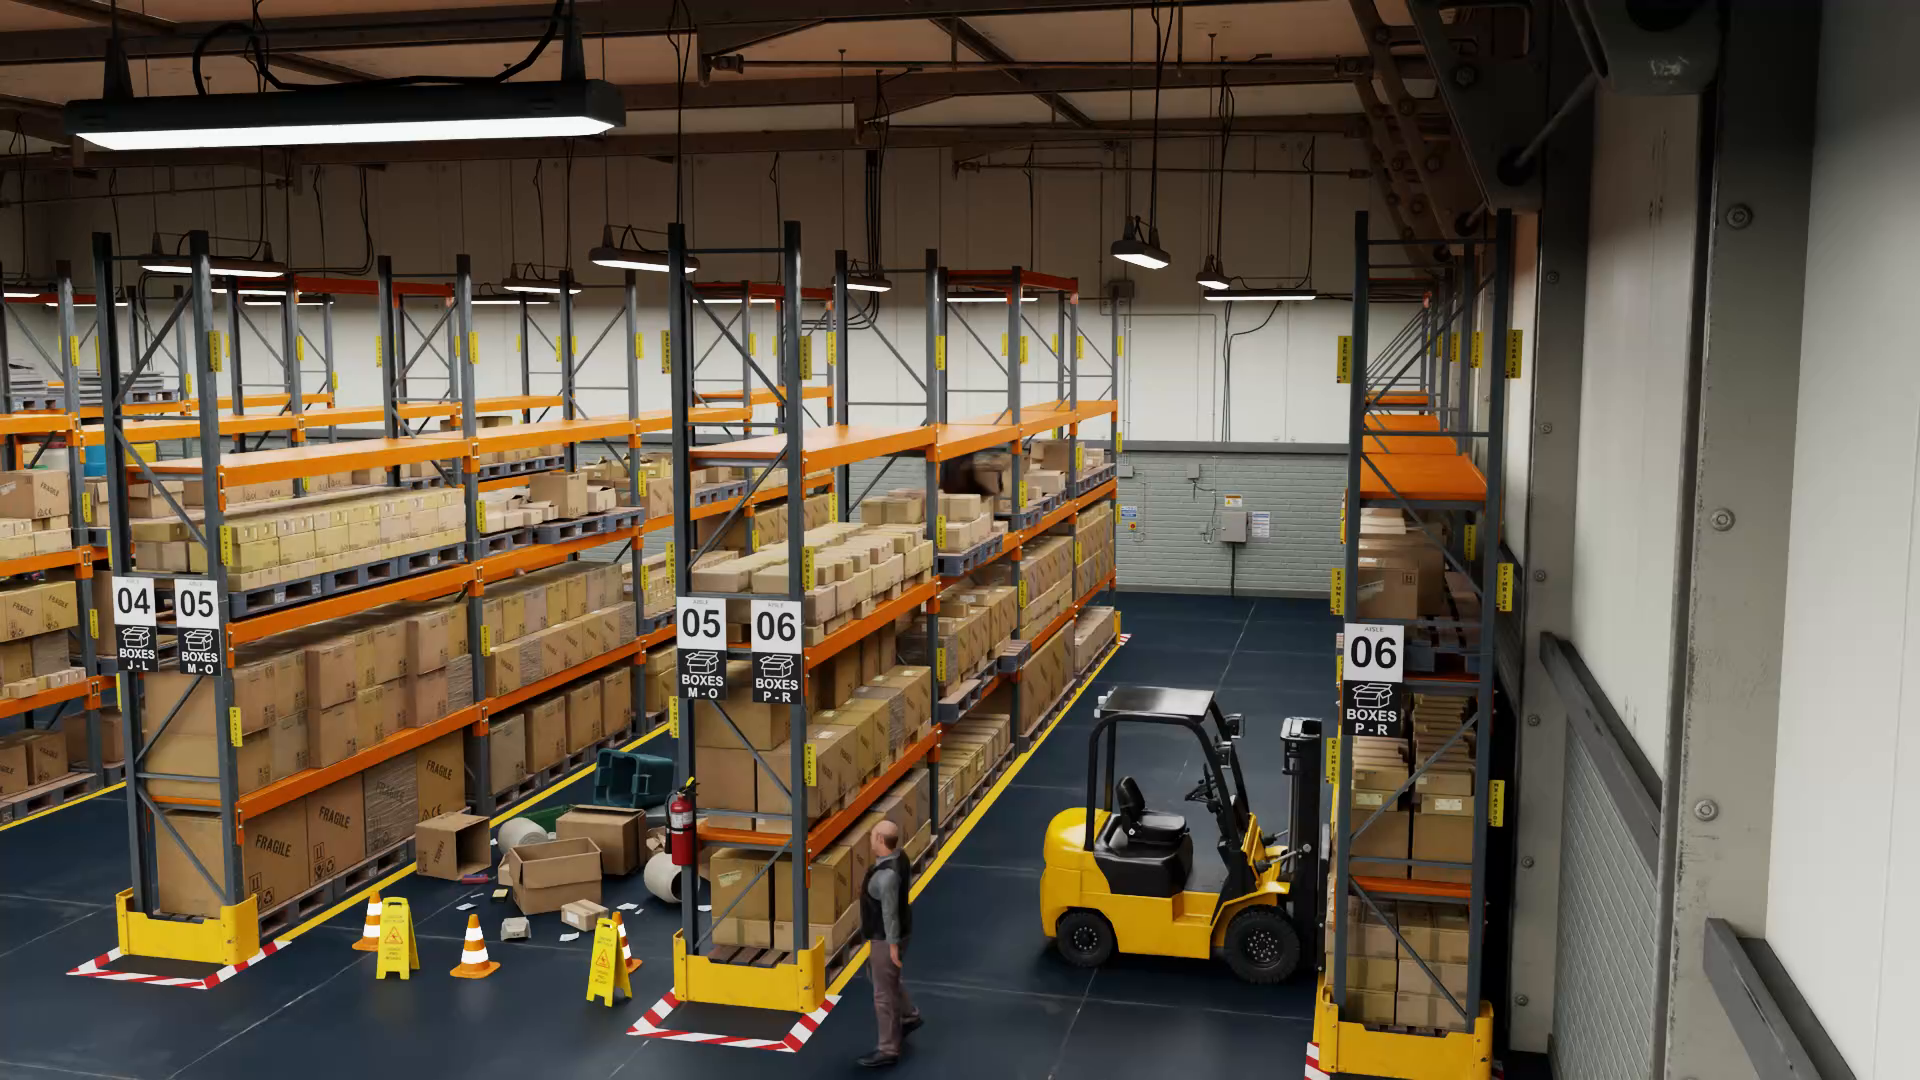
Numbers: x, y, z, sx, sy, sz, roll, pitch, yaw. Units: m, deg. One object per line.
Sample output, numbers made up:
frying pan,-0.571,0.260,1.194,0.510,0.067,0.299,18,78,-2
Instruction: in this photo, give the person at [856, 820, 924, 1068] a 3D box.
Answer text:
person,-0.497,2.849,11.935,0.438,1.730,0.601,1,7,5

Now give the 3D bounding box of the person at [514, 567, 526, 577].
person,-6.791,1.222,25.792,0.387,1.600,0.478,1,7,9
